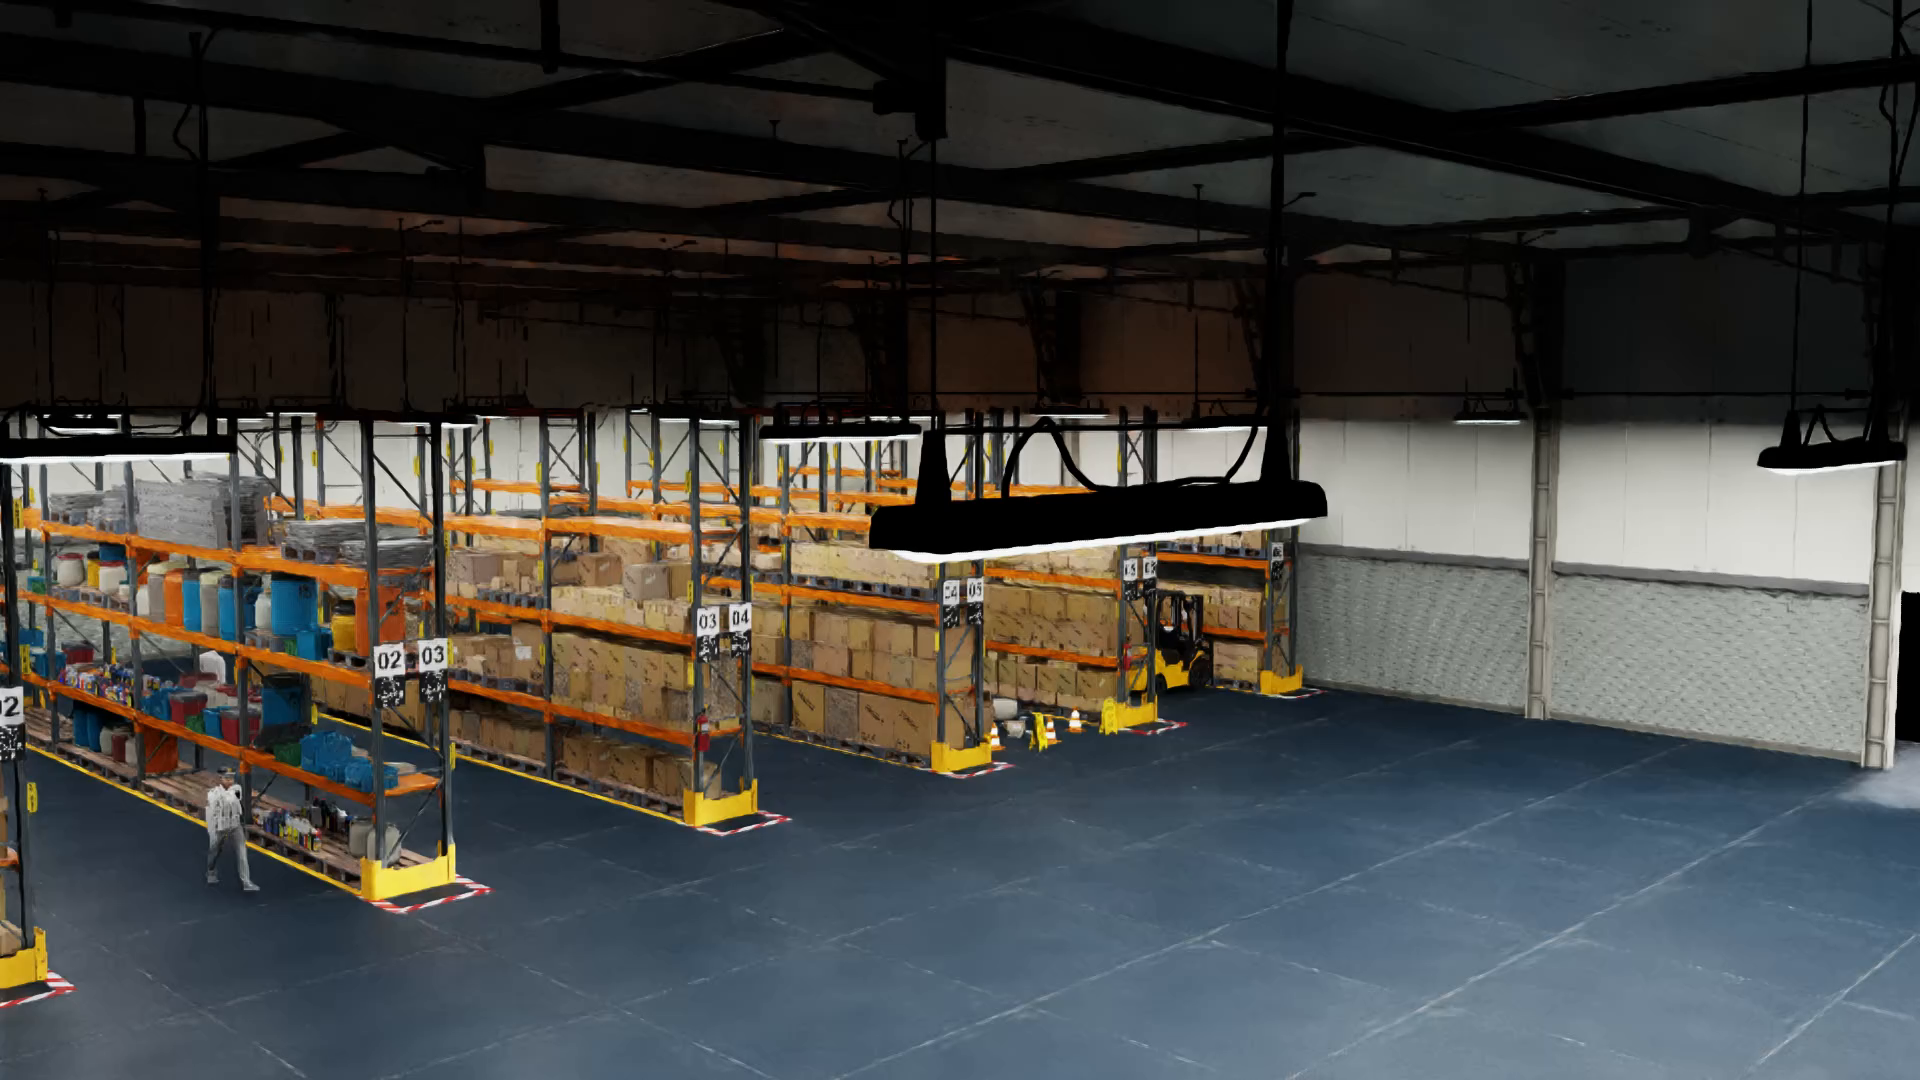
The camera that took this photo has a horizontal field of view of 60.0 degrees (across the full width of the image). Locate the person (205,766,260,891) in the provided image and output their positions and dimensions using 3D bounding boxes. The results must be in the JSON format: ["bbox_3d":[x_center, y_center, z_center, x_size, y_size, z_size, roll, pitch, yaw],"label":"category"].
[{"bbox_3d":[-9.333,3.639,21.152,0.495,1.576,1.086,-5,7,-44],"label":"person"}]

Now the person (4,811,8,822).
[{"bbox_3d":[-13.227,3.453,22.462,0.634,1.779,0.517,2,5,20],"label":"person"}]

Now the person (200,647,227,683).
[{"bbox_3d":[-13.717,2.710,30.649,0.652,1.790,0.522,2,6,24],"label":"person"}]
